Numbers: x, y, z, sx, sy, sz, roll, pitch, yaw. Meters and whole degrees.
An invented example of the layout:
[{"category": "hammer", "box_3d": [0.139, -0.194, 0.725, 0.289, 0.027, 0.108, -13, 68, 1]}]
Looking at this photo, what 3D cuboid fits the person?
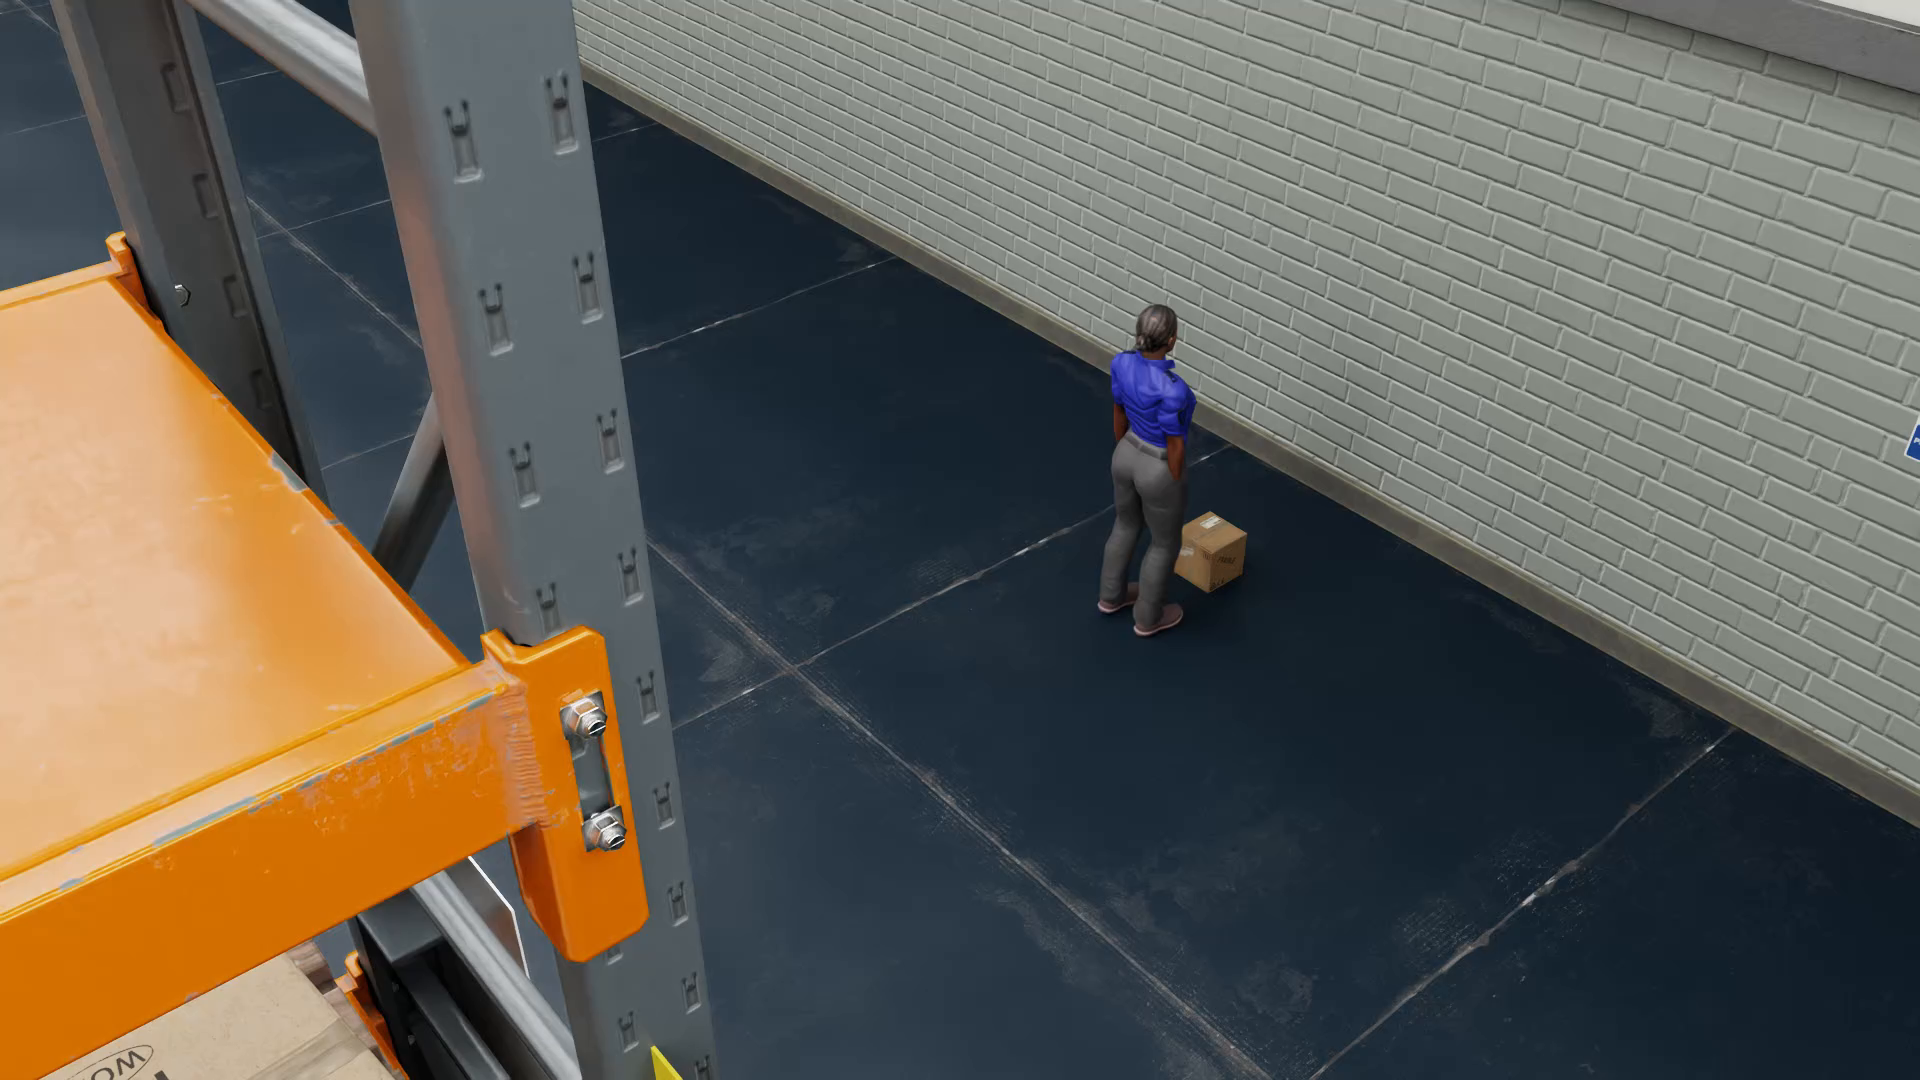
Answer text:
[{"category": "person", "box_3d": [0.853, -0.326, 7.531, 0.307, 1.656, 0.436, -25, 43, -30]}]
